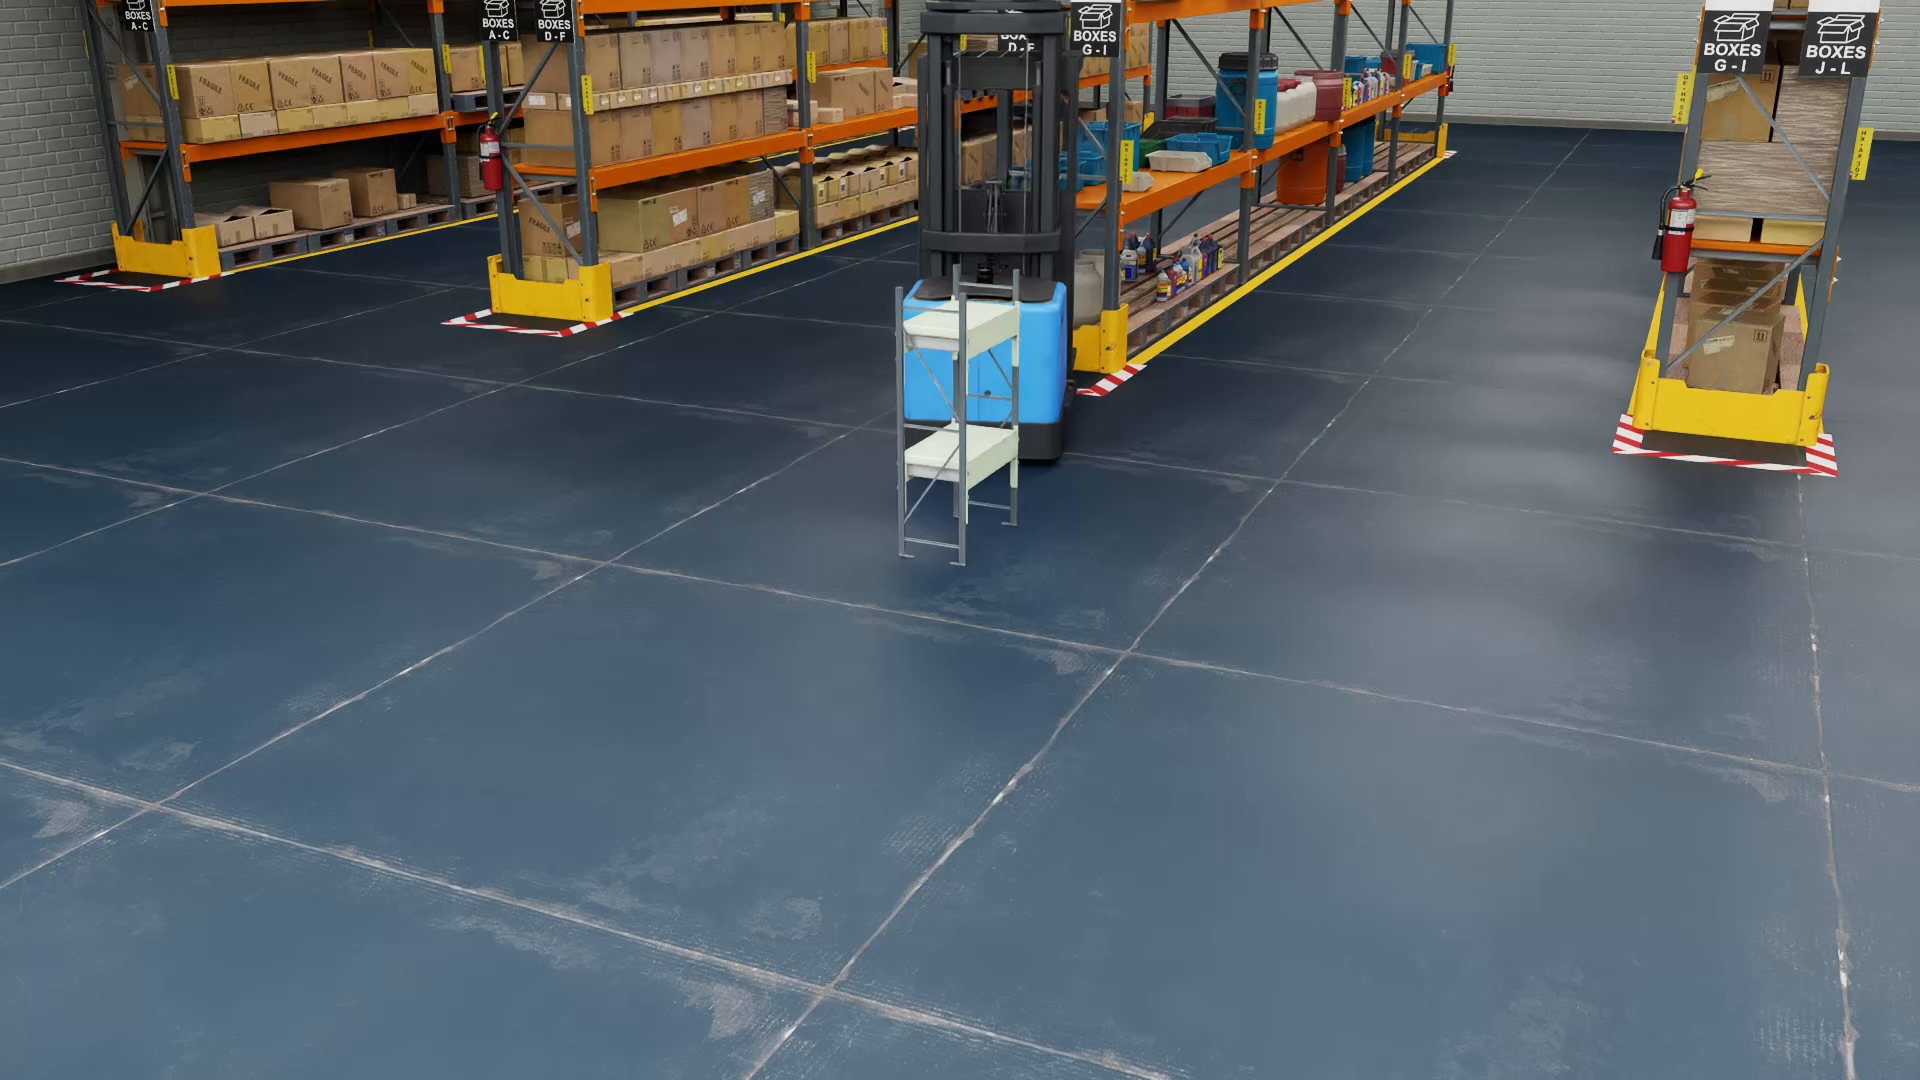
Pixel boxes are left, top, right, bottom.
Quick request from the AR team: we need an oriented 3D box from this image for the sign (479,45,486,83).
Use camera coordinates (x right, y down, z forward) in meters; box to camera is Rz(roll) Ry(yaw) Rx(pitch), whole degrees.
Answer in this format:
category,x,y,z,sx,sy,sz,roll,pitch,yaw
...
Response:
category,x,y,z,sx,sy,sz,roll,pitch,yaw
sign,-4.237,-4.244,14.845,0.100,0.325,0.005,9,21,23

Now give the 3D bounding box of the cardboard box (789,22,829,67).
category,x,y,z,sx,sy,sz,roll,pitch,yaw
cardboard box,-2.814,-8.383,28.116,0.980,0.700,0.700,8,21,21

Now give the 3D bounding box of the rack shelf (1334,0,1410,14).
category,x,y,z,sx,sy,sz,roll,pitch,yaw
rack shelf,4.864,-6.959,21.157,1.077,0.370,4.000,9,21,23

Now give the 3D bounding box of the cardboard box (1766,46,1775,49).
category,x,y,z,sx,sy,sz,roll,pitch,yaw
cardboard box,6.101,-3.621,13.088,0.500,0.500,0.500,9,21,23

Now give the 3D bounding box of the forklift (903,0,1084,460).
category,x,y,z,sx,sy,sz,roll,pitch,yaw
forklift,0.283,-2.350,11.702,1.130,2.935,3.031,2,20,6

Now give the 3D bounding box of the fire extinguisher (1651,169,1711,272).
category,x,y,z,sx,sy,sz,roll,pitch,yaw
fire extinguisher,4.821,-2.140,11.125,0.296,0.674,0.183,9,21,23

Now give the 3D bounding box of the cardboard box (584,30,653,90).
category,x,y,z,sx,sy,sz,roll,pitch,yaw
cardboard box,-3.313,-4.486,15.520,0.700,0.500,0.500,8,21,21

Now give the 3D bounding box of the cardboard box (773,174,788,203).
category,x,y,z,sx,sy,sz,roll,pitch,yaw
cardboard box,-2.206,-4.061,19.051,0.500,0.311,0.500,9,21,23

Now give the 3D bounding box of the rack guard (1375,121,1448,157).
category,x,y,z,sx,sy,sz,roll,pitch,yaw
rack guard,7.319,-6.550,27.141,1.175,0.500,0.348,9,21,23

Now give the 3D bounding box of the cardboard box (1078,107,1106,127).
category,x,y,z,sx,sy,sz,roll,pitch,yaw
cardboard box,1.931,-6.783,27.134,0.797,0.503,0.637,9,21,23

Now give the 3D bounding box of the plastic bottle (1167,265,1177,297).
category,x,y,z,sx,sy,sz,roll,pitch,yaw
plastic bottle,1.906,-2.333,14.951,0.061,0.283,0.133,9,21,24

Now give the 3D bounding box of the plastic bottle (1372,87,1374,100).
category,x,y,z,sx,sy,sz,roll,pitch,yaw
plastic bottle,5.383,-5.891,21.855,0.097,0.201,0.097,0,20,0

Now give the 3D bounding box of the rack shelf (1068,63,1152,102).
category,x,y,z,sx,sy,sz,roll,pitch,yaw
rack shelf,1.985,-7.449,27.012,1.077,0.370,4.000,9,21,23

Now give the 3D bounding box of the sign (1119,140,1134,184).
category,x,y,z,sx,sy,sz,roll,pitch,yaw
sign,1.270,-2.881,12.681,0.100,0.325,0.005,9,21,23

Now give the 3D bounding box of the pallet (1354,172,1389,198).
category,x,y,z,sx,sy,sz,roll,pitch,yaw
pallet,5.329,-4.952,23.078,1.003,0.211,1.213,9,21,23

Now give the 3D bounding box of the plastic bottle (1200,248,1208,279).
category,x,y,z,sx,sy,sz,roll,pitch,yaw
plastic bottle,2.299,-2.627,15.777,0.061,0.283,0.133,10,22,26

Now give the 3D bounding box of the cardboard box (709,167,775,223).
category,x,y,z,sx,sy,sz,roll,pitch,yaw
cardboard box,-2.316,-3.664,17.653,0.500,0.500,0.500,9,21,23

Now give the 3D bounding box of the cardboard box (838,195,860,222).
category,x,y,z,sx,sy,sz,roll,pitch,yaw
cardboard box,-1.508,-3.879,19.376,0.500,0.250,0.500,9,22,24

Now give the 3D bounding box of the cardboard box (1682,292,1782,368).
category,x,y,z,sx,sy,sz,roll,pitch,yaw
cardboard box,5.773,-1.544,12.438,0.500,0.500,0.500,15,25,37

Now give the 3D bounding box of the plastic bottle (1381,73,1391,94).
category,x,y,z,sx,sy,sz,roll,pitch,yaw
plastic bottle,5.817,-6.273,22.816,0.152,0.276,0.135,9,21,23

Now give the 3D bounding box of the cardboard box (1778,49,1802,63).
category,x,y,z,sx,sy,sz,roll,pitch,yaw
cardboard box,6.376,-3.396,12.456,0.500,0.500,0.500,9,21,23

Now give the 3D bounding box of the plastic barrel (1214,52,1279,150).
category,x,y,z,sx,sy,sz,roll,pitch,yaw
plastic barrel,2.842,-4.363,16.513,0.600,0.901,0.708,9,21,23

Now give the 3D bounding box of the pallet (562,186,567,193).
category,x,y,z,sx,sy,sz,roll,pitch,yaw
pallet,-5.314,-5.080,23.438,1.003,0.211,1.213,9,21,23

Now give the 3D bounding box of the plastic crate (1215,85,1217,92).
category,x,y,z,sx,sy,sz,roll,pitch,yaw
plastic crate,3.105,-4.851,18.538,0.402,0.464,0.583,9,21,23

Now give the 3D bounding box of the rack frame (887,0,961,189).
category,x,y,z,sx,sy,sz,roll,pitch,yaw
rack frame,-0.472,-5.954,21.734,1.000,3.000,0.127,9,21,23

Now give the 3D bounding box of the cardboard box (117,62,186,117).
category,x,y,z,sx,sy,sz,roll,pitch,yaw
cardboard box,-8.270,-4.652,17.149,0.500,0.500,0.500,8,21,22

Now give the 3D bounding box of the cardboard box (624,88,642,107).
category,x,y,z,sx,sy,sz,roll,pitch,yaw
cardboard box,-3.182,-4.109,15.428,0.380,0.149,0.250,9,21,23

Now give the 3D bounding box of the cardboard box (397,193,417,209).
category,x,y,z,sx,sy,sz,roll,pitch,yaw
cardboard box,-6.823,-4.115,20.134,0.380,0.166,0.250,6,20,16

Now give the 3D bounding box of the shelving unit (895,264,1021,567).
category,x,y,z,sx,sy,sz,roll,pitch,yaw
shelving unit,-0.003,-0.705,9.212,0.431,1.500,0.755,9,21,23

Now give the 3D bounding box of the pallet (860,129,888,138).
category,x,y,z,sx,sy,sz,roll,pitch,yaw
pallet,-1.973,-7.509,30.269,1.003,0.211,1.213,9,21,23

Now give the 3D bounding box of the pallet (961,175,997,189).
category,x,y,z,sx,sy,sz,roll,pitch,yaw
pallet,-0.132,-4.863,22.829,1.003,0.211,1.213,9,21,23

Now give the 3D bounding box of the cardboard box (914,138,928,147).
category,x,y,z,sx,sy,sz,roll,pitch,yaw
cardboard box,-0.303,-5.302,22.974,0.500,0.500,0.500,9,22,25

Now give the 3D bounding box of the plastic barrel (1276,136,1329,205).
category,x,y,z,sx,sy,sz,roll,pitch,yaw
plastic barrel,4.230,-4.601,20.540,0.600,0.830,0.708,9,21,23

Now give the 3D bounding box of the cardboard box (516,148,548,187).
category,x,y,z,sx,sy,sz,roll,pitch,yaw
cardboard box,-5.933,-4.982,22.075,0.700,0.500,0.500,9,21,23

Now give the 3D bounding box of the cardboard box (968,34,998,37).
category,x,y,z,sx,sy,sz,roll,pitch,yaw
cardboard box,0.544,-7.089,24.149,0.700,0.500,0.500,12,23,31

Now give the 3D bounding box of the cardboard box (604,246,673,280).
category,x,y,z,sx,sy,sz,roll,pitch,yaw
cardboard box,-3.124,-2.698,16.054,0.500,0.250,0.500,9,21,23

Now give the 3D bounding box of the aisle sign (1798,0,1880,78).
category,x,y,z,sx,sy,sz,roll,pitch,yaw
aisle sign,5.536,-3.313,10.428,0.394,0.787,0.004,9,21,23

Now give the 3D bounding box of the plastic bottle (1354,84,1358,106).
category,x,y,z,sx,sy,sz,roll,pitch,yaw
plastic bottle,4.968,-5.615,20.972,0.097,0.271,0.097,0,20,0

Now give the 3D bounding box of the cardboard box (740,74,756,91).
category,x,y,z,sx,sy,sz,roll,pitch,yaw
cardboard box,-2.341,-4.735,17.190,0.380,0.149,0.250,9,21,23

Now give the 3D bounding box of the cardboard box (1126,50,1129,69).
category,x,y,z,sx,sy,sz,roll,pitch,yaw
cardboard box,2.450,-7.962,27.230,0.500,0.500,0.500,9,21,23

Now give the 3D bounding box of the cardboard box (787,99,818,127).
category,x,y,z,sx,sy,sz,roll,pitch,yaw
cardboard box,-1.948,-4.817,18.761,0.500,0.250,0.500,10,22,26

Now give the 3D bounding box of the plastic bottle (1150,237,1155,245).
category,x,y,z,sx,sy,sz,roll,pitch,yaw
plastic bottle,1.867,-2.824,16.329,0.061,0.283,0.133,9,21,23

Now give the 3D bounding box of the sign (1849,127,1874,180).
category,x,y,z,sx,sy,sz,roll,pitch,yaw
sign,5.783,-2.482,10.678,0.100,0.325,0.005,9,21,23

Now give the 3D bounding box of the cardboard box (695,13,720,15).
category,x,y,z,sx,sy,sz,roll,pitch,yaw
cardboard box,-3.989,-8.140,26.138,0.500,0.250,0.500,9,21,23

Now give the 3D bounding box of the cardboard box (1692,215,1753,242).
category,x,y,z,sx,sy,sz,roll,pitch,yaw
cardboard box,5.217,-2.145,11.399,0.380,0.149,0.250,9,21,23

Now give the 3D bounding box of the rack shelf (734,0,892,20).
category,x,y,z,sx,sy,sz,roll,pitch,yaw
rack shelf,-1.291,-6.417,19.633,1.077,0.370,4.000,9,21,23

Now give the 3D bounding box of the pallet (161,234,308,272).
category,x,y,z,sx,sy,sz,roll,pitch,yaw
pallet,-7.873,-3.140,17.983,1.003,0.211,1.213,9,21,23

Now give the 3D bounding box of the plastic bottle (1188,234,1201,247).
category,x,y,z,sx,sy,sz,roll,pitch,yaw
plastic bottle,2.275,-2.793,16.143,0.144,0.351,0.185,9,21,23

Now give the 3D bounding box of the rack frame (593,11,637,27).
category,x,y,z,sx,sy,sz,roll,pitch,yaw
rack frame,-4.993,-6.633,23.642,1.000,3.000,0.127,9,21,23

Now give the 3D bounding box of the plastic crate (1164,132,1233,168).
category,x,y,z,sx,sy,sz,roll,pitch,yaw
plastic crate,2.202,-3.605,15.351,0.499,0.251,0.616,9,21,23

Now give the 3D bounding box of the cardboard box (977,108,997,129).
category,x,y,z,sx,sy,sz,roll,pitch,yaw
cardboard box,0.336,-6.140,24.211,0.500,0.250,0.500,9,21,23

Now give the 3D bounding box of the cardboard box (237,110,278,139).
category,x,y,z,sx,sy,sz,roll,pitch,yaw
cardboard box,-7.580,-4.392,17.536,0.500,0.250,0.500,8,21,21

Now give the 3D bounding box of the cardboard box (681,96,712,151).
category,x,y,z,sx,sy,sz,roll,pitch,yaw
cardboard box,-2.914,-4.170,16.569,0.700,0.500,0.500,9,22,24
